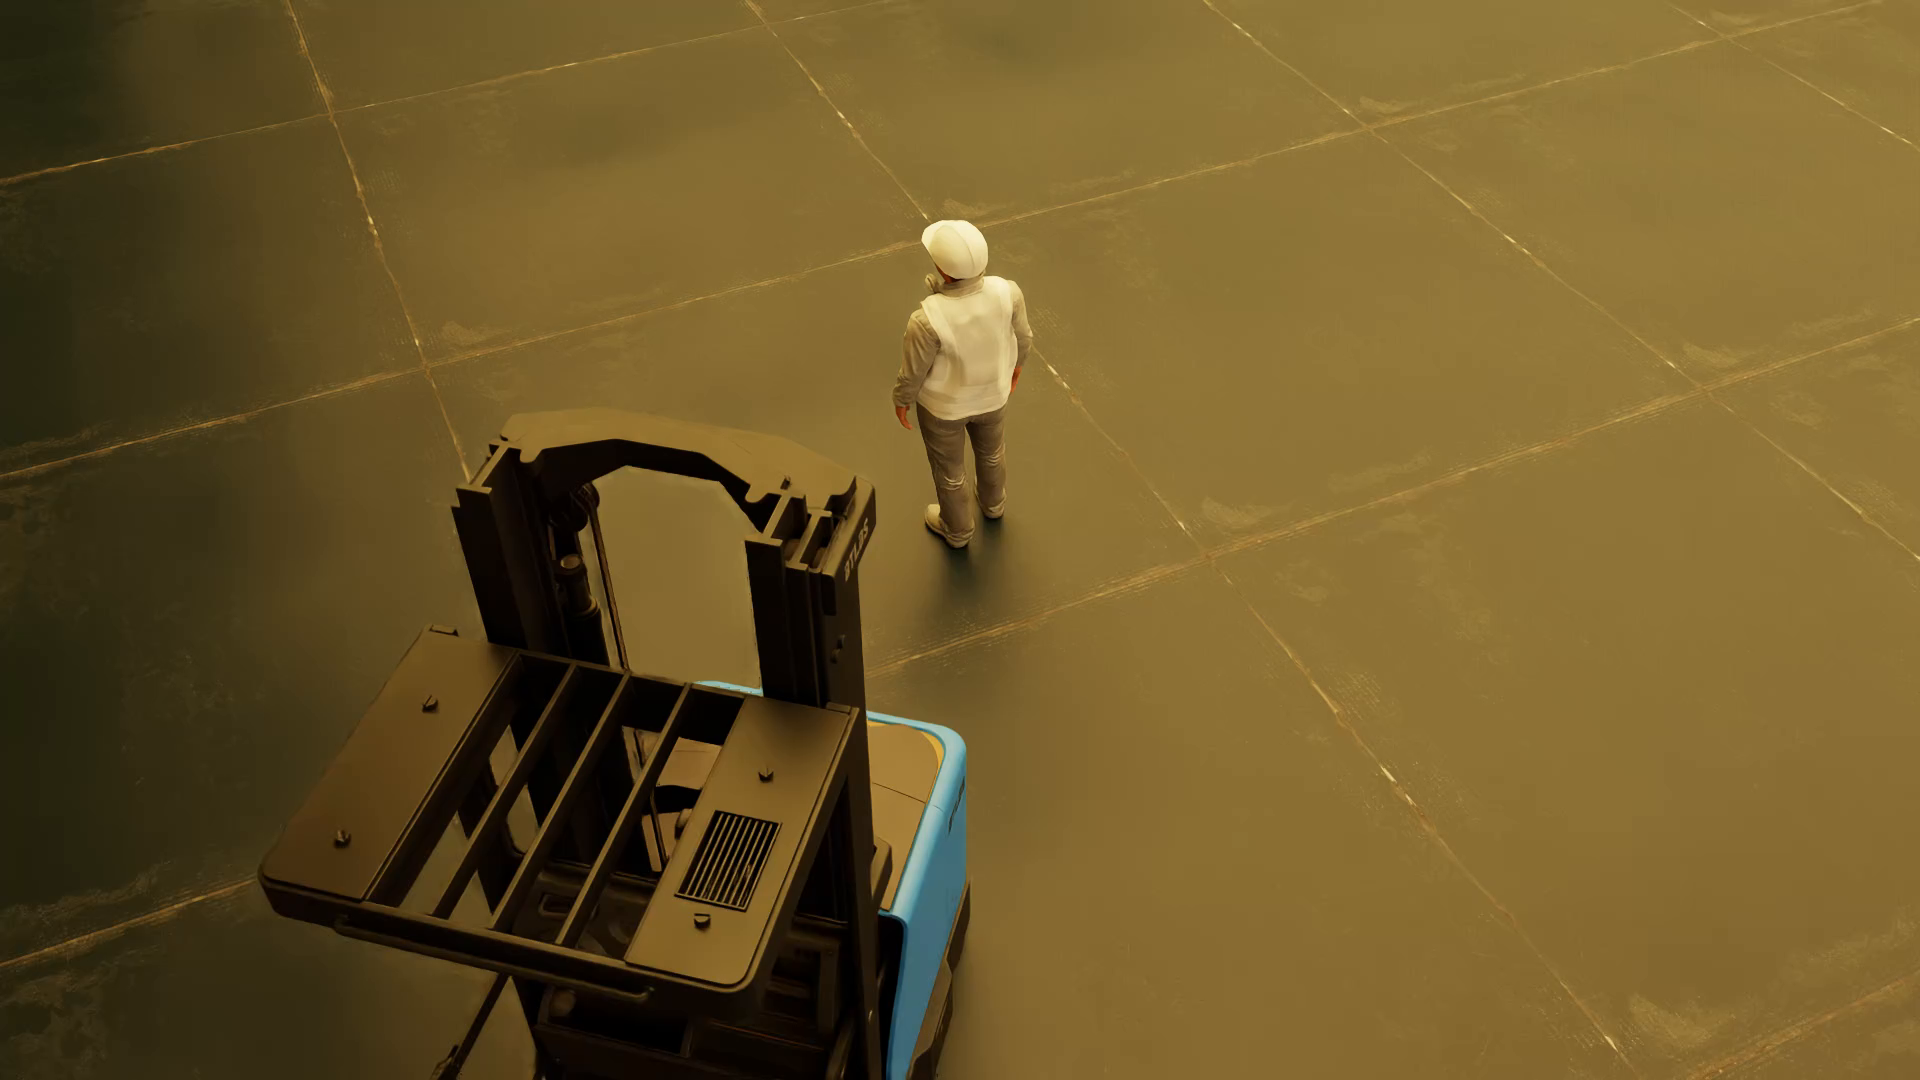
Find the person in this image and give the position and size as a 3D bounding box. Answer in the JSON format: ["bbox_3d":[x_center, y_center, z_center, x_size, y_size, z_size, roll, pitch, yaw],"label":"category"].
[{"bbox_3d":[-0.019,-0.695,7.261,0.632,1.773,0.568,-18,46,-18],"label":"person"}]

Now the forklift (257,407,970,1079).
[{"bbox_3d":[-0.827,1.241,4.350,1.130,2.935,3.031,10,44,11],"label":"forklift"}]
